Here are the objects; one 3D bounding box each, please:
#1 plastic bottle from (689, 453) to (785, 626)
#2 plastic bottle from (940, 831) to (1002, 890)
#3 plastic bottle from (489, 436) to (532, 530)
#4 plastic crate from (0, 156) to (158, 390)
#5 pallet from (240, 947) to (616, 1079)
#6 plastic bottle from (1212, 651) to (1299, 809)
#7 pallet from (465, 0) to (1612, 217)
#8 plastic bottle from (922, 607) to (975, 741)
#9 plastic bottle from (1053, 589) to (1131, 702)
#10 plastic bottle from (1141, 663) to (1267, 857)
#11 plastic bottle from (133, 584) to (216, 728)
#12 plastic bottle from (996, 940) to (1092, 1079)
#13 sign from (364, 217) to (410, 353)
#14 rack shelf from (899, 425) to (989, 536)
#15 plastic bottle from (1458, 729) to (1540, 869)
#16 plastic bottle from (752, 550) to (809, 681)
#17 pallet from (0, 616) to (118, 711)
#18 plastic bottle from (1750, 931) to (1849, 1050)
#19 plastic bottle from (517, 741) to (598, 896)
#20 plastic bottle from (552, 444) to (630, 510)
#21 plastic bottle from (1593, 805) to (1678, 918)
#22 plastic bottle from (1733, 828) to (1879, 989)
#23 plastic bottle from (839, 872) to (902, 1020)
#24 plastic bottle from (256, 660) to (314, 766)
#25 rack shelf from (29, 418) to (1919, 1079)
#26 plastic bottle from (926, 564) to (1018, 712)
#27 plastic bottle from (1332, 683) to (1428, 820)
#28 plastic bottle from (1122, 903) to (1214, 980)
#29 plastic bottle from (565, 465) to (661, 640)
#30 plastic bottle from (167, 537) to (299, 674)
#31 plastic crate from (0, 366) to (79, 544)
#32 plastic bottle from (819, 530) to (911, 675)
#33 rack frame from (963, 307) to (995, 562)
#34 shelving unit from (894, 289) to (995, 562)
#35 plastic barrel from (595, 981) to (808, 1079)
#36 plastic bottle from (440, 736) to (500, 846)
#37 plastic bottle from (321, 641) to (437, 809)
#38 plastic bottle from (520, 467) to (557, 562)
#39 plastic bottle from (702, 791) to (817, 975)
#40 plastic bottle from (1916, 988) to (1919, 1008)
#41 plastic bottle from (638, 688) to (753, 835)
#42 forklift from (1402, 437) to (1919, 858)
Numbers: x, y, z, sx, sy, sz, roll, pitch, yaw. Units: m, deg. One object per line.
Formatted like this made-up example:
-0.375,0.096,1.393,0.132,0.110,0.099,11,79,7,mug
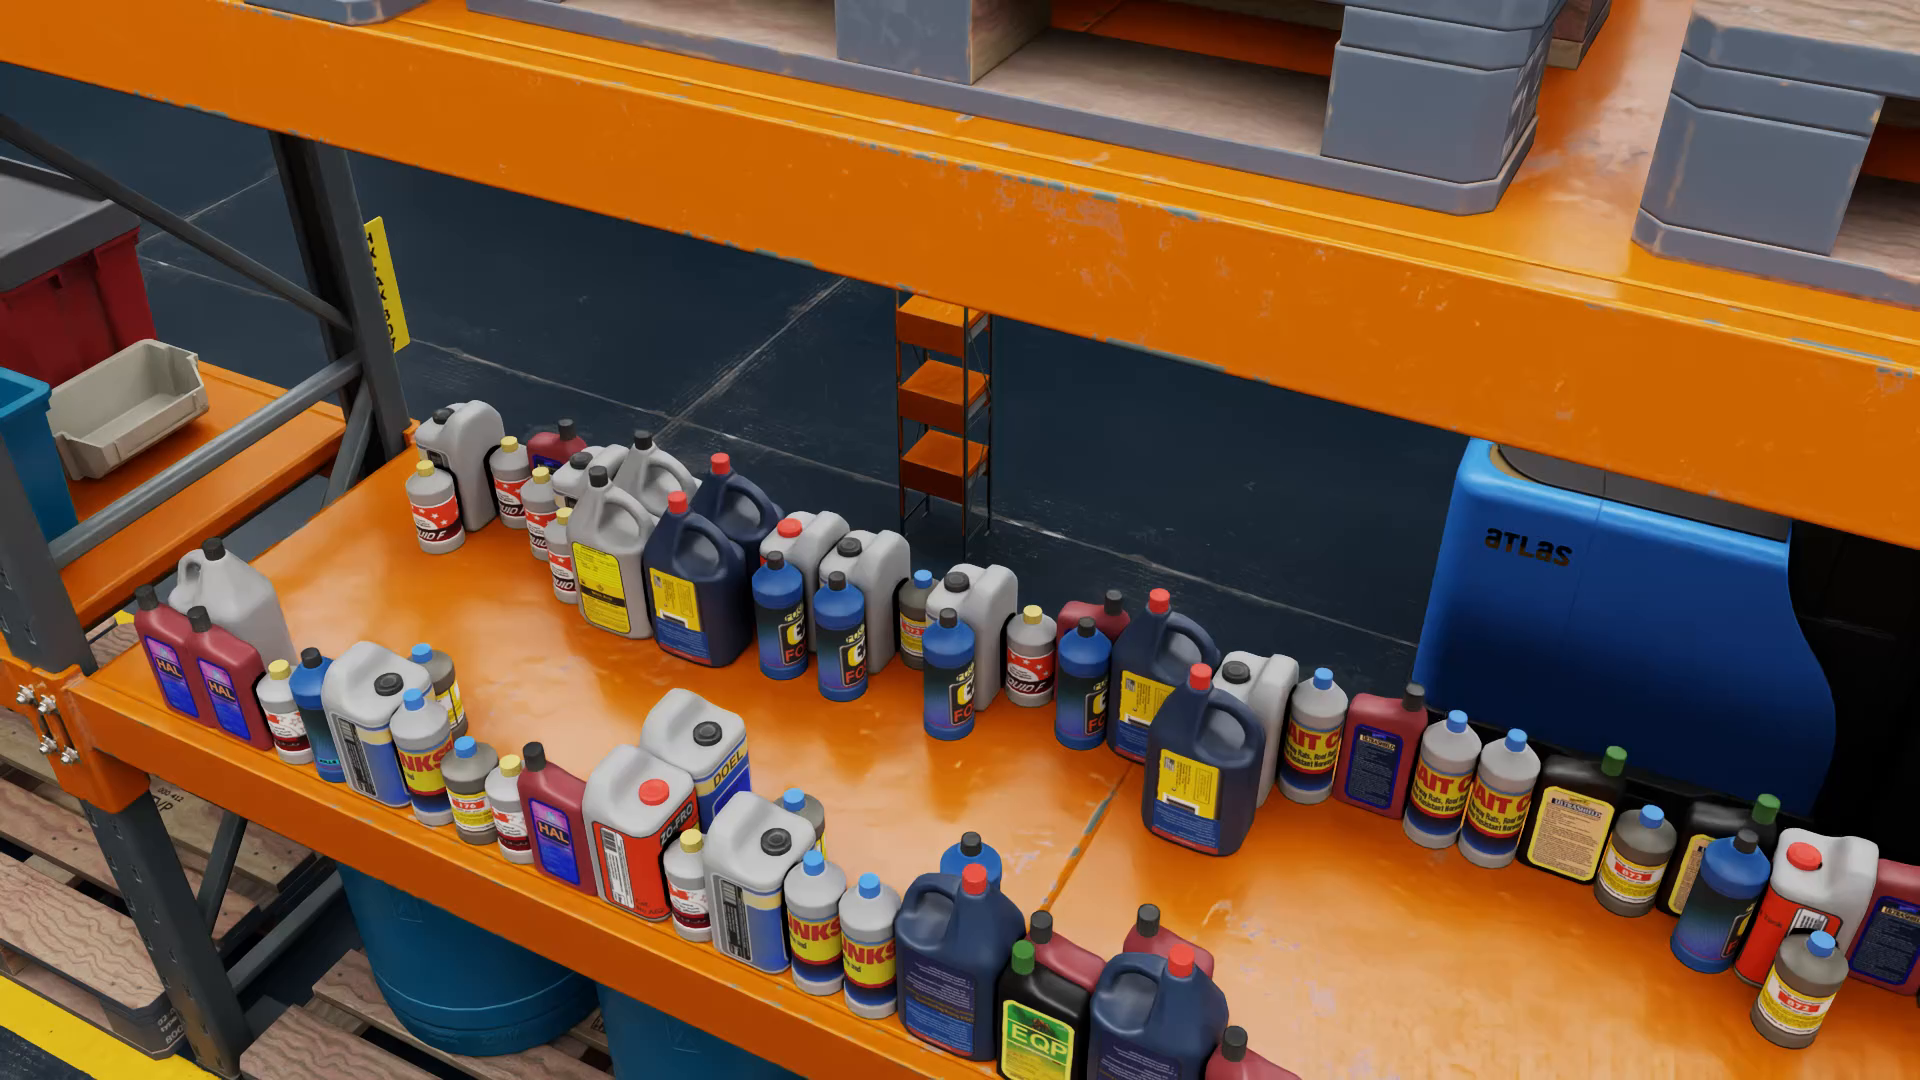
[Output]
-0.446,-0.014,3.328,0.185,0.351,0.144,17,41,21,plastic bottle
0.017,0.566,2.630,0.097,0.271,0.097,0,37,0,plastic bottle
-0.962,-0.132,3.607,0.097,0.201,0.097,0,37,0,plastic bottle
-2.254,-0.597,3.953,0.583,0.464,0.402,17,41,21,plastic crate
-0.910,1.183,4.017,1.213,0.211,1.003,17,41,21,pallet
0.508,0.318,2.953,0.135,0.276,0.152,17,41,21,plastic bottle
0.173,-0.805,2.005,1.213,0.211,1.003,17,41,21,pallet
-0.021,0.239,3.061,0.097,0.271,0.097,0,37,0,plastic bottle
0.246,0.201,3.100,0.133,0.283,0.061,17,41,21,plastic bottle
0.418,0.360,2.835,0.185,0.351,0.144,17,41,21,plastic bottle
-1.447,0.213,3.085,0.133,0.283,0.061,17,41,21,plastic bottle
0.123,0.704,2.438,0.133,0.283,0.061,17,41,21,plastic bottle
-1.322,-0.570,3.791,0.005,0.325,0.100,17,41,21,sign
-0.048,-0.203,5.627,0.240,0.259,0.215,17,41,21,rack shelf
0.915,0.428,2.811,0.097,0.271,0.097,0,37,0,plastic bottle
-0.346,0.137,3.195,0.097,0.271,0.097,0,37,0,plastic bottle
-3.335,0.424,5.017,1.213,0.211,1.003,17,41,21,pallet
1.288,0.676,2.542,0.097,0.201,0.097,0,37,0,plastic bottle
-0.658,0.460,2.760,0.133,0.283,0.061,17,41,21,plastic bottle
-0.753,-0.078,3.474,0.135,0.276,0.152,17,41,21,plastic bottle
1.120,0.520,2.748,0.097,0.201,0.097,0,37,0,plastic bottle
1.329,0.575,2.615,0.135,0.276,0.152,17,41,21,plastic bottle
-0.136,0.616,2.564,0.097,0.271,0.097,0,37,0,plastic bottle
-1.218,0.305,3.032,0.097,0.201,0.097,0,37,0,plastic bottle
0.199,0.678,2.971,4.000,0.370,1.077,17,41,21,rack shelf
0.020,0.165,3.155,0.135,0.276,0.152,17,41,21,plastic bottle
0.735,0.354,2.899,0.133,0.283,0.061,17,41,21,plastic bottle
0.307,0.664,2.491,0.133,0.283,0.061,17,41,21,plastic bottle
-0.676,0.012,3.294,0.185,0.351,0.144,17,41,21,plastic bottle
-1.377,0.138,3.128,0.185,0.351,0.144,17,41,21,plastic bottle
-2.148,-0.129,3.402,0.575,0.384,0.392,17,41,21,plastic crate
-0.186,0.100,3.240,0.135,0.276,0.152,17,41,21,plastic bottle
0.061,-0.399,5.407,0.008,1.050,0.200,17,41,21,rack frame
-0.048,-0.433,5.452,0.252,1.050,0.215,17,41,21,shelving unit
-0.472,0.861,3.523,0.708,0.901,0.600,17,41,21,plastic barrel
-0.839,0.424,2.875,0.097,0.201,0.097,0,37,0,plastic bottle
-1.016,0.320,2.950,0.135,0.276,0.152,17,41,21,plastic bottle
-0.872,-0.062,3.515,0.097,0.201,0.097,0,37,0,plastic bottle
-0.313,0.540,2.660,0.135,0.276,0.152,17,41,21,plastic bottle
1.563,0.659,2.565,0.097,0.201,0.097,0,37,0,plastic bottle
-0.449,0.394,2.853,0.135,0.276,0.152,17,41,21,plastic bottle
2.817,-0.366,3.808,3.031,2.935,1.130,16,40,20,forklift
